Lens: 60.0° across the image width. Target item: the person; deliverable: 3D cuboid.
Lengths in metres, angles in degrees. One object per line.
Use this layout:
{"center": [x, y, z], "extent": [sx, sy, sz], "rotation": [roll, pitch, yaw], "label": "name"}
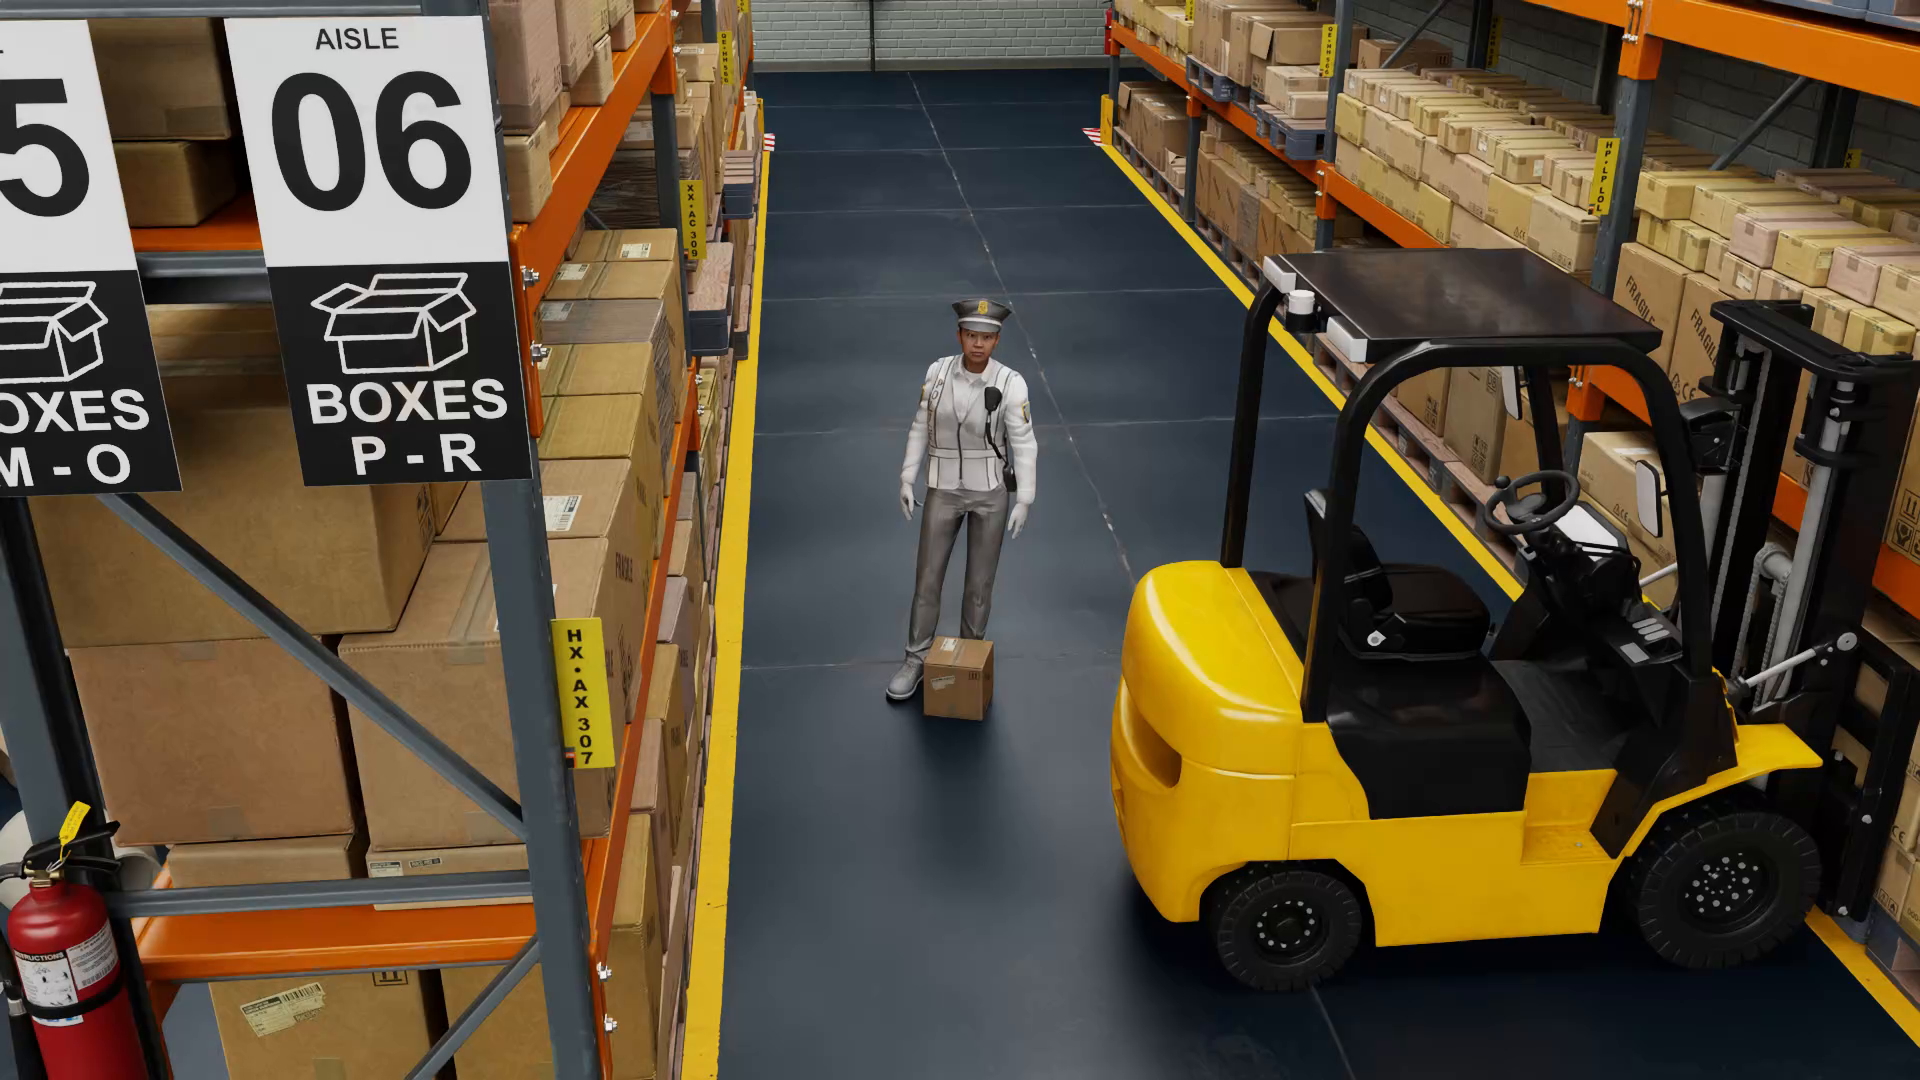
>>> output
{"center": [0.015, -0.169, 6.918], "extent": [0.586, 1.695, 0.532], "rotation": [6, 24, 12], "label": "person"}
